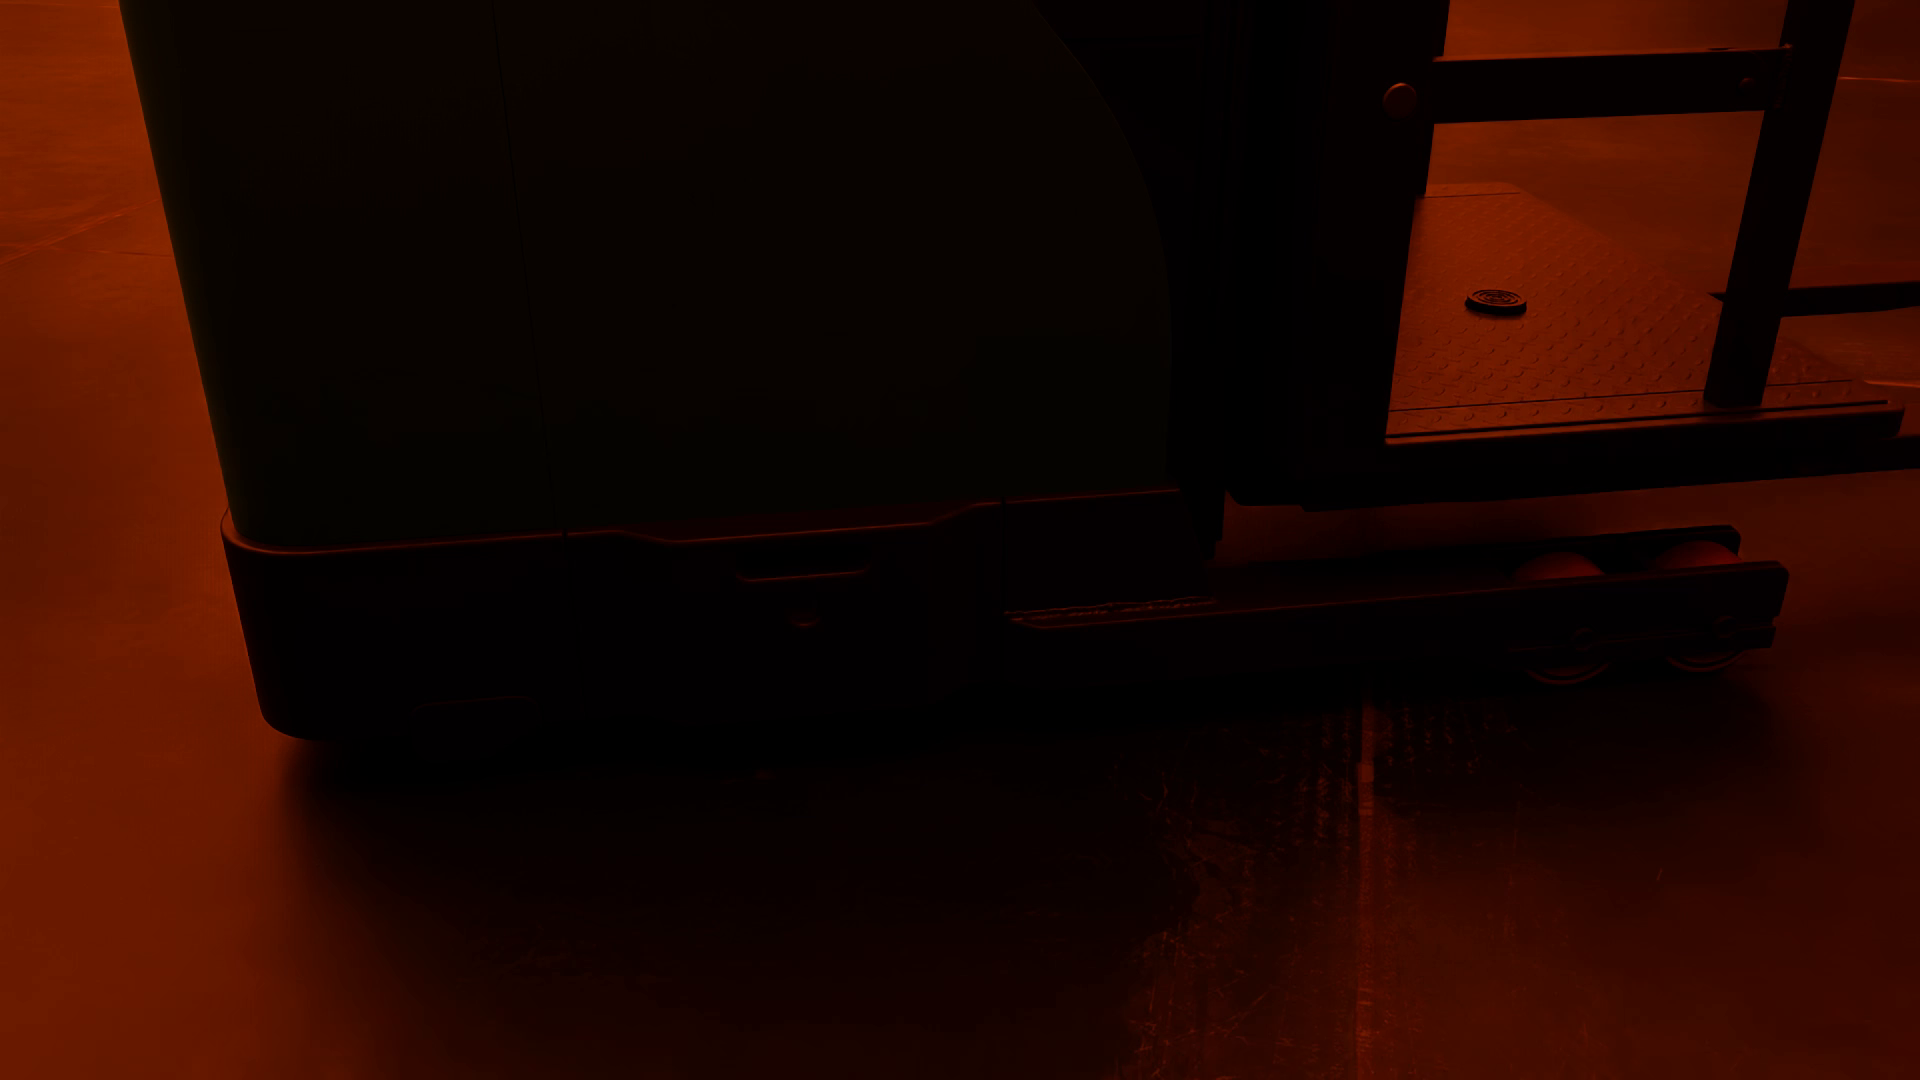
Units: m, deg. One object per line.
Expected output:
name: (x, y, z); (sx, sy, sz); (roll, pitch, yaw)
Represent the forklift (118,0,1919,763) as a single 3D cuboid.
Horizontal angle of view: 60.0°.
forklift: (0.600, -1.354, 1.930); (3.031, 2.935, 1.130); (-4, 27, -9)
